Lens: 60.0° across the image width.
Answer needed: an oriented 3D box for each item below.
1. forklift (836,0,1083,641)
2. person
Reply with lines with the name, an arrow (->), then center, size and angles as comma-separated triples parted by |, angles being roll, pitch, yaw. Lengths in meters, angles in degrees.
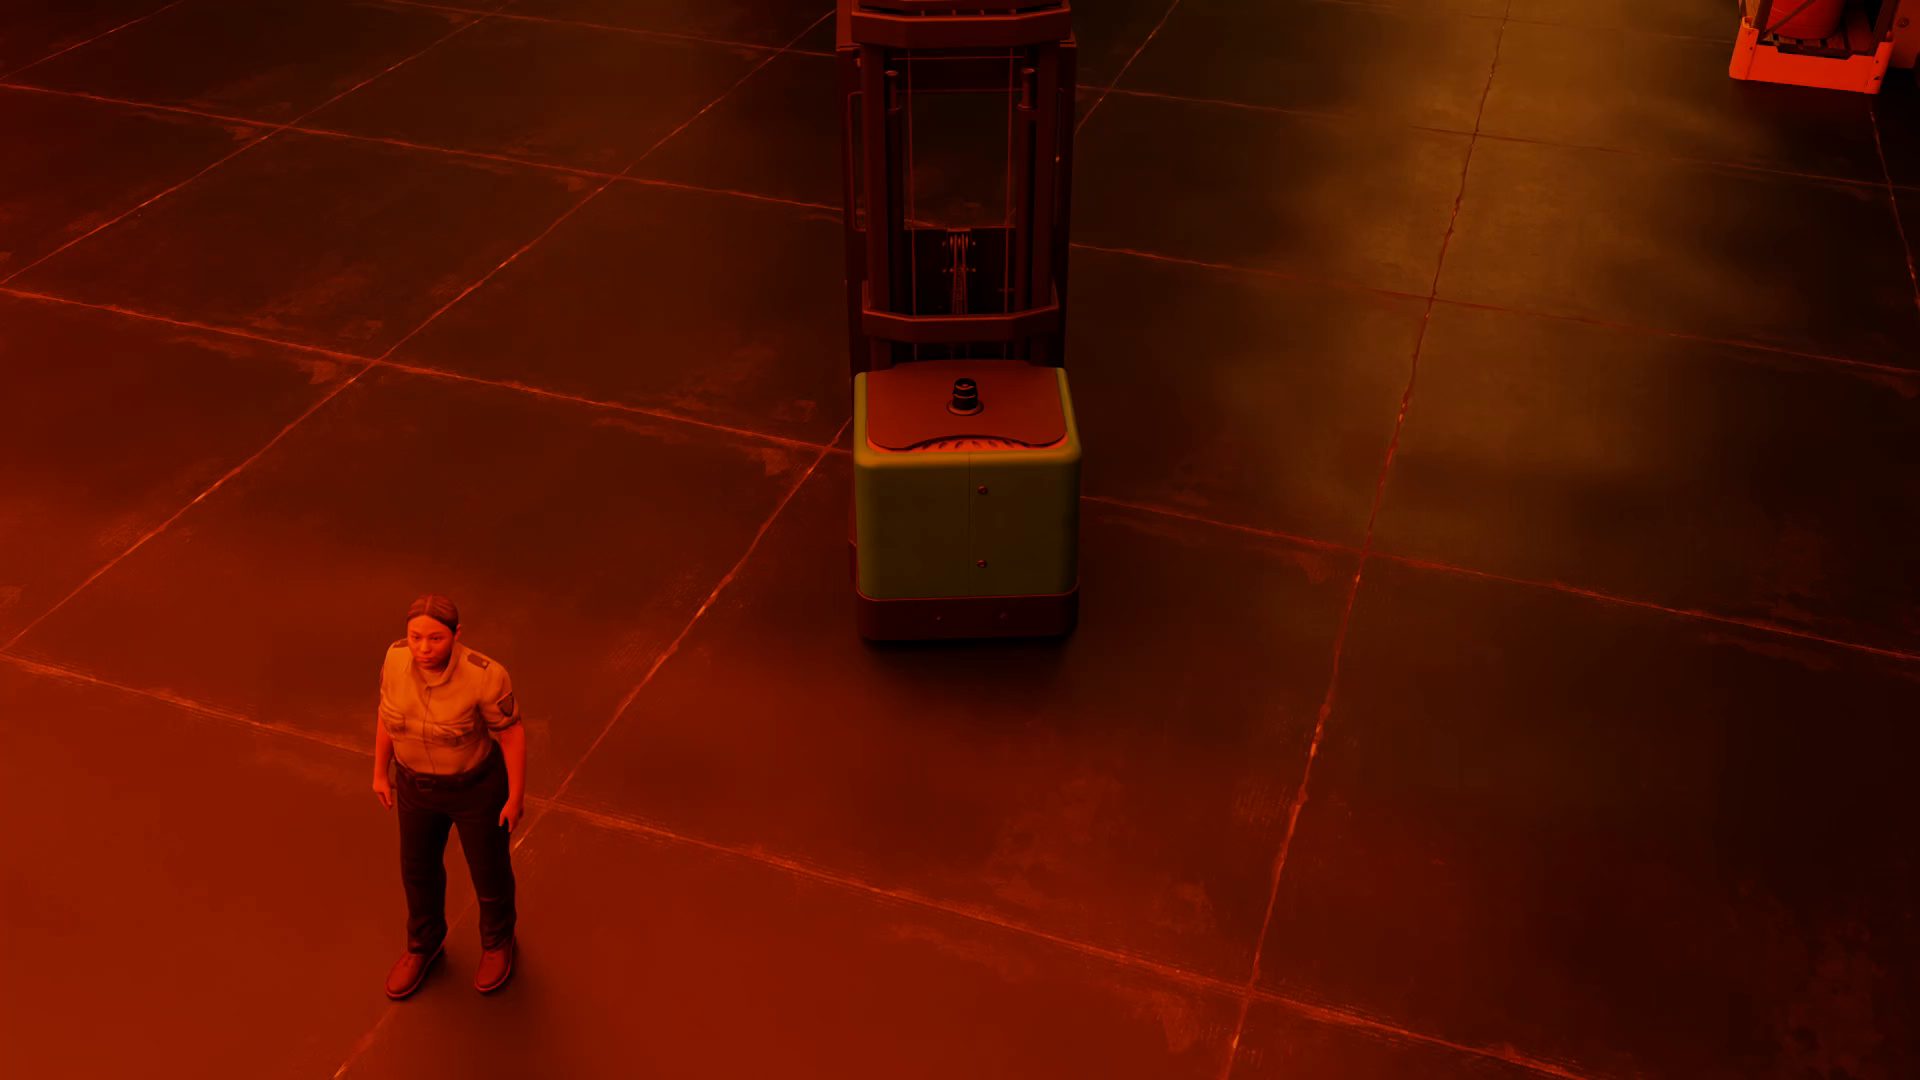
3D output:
forklift -> -0.029, -1.547, 8.293 | 1.130, 2.935, 3.031 | -2, 35, -2
person -> -1.837, 0.935, 5.893 | 0.588, 1.654, 0.493 | 7, 36, 9
